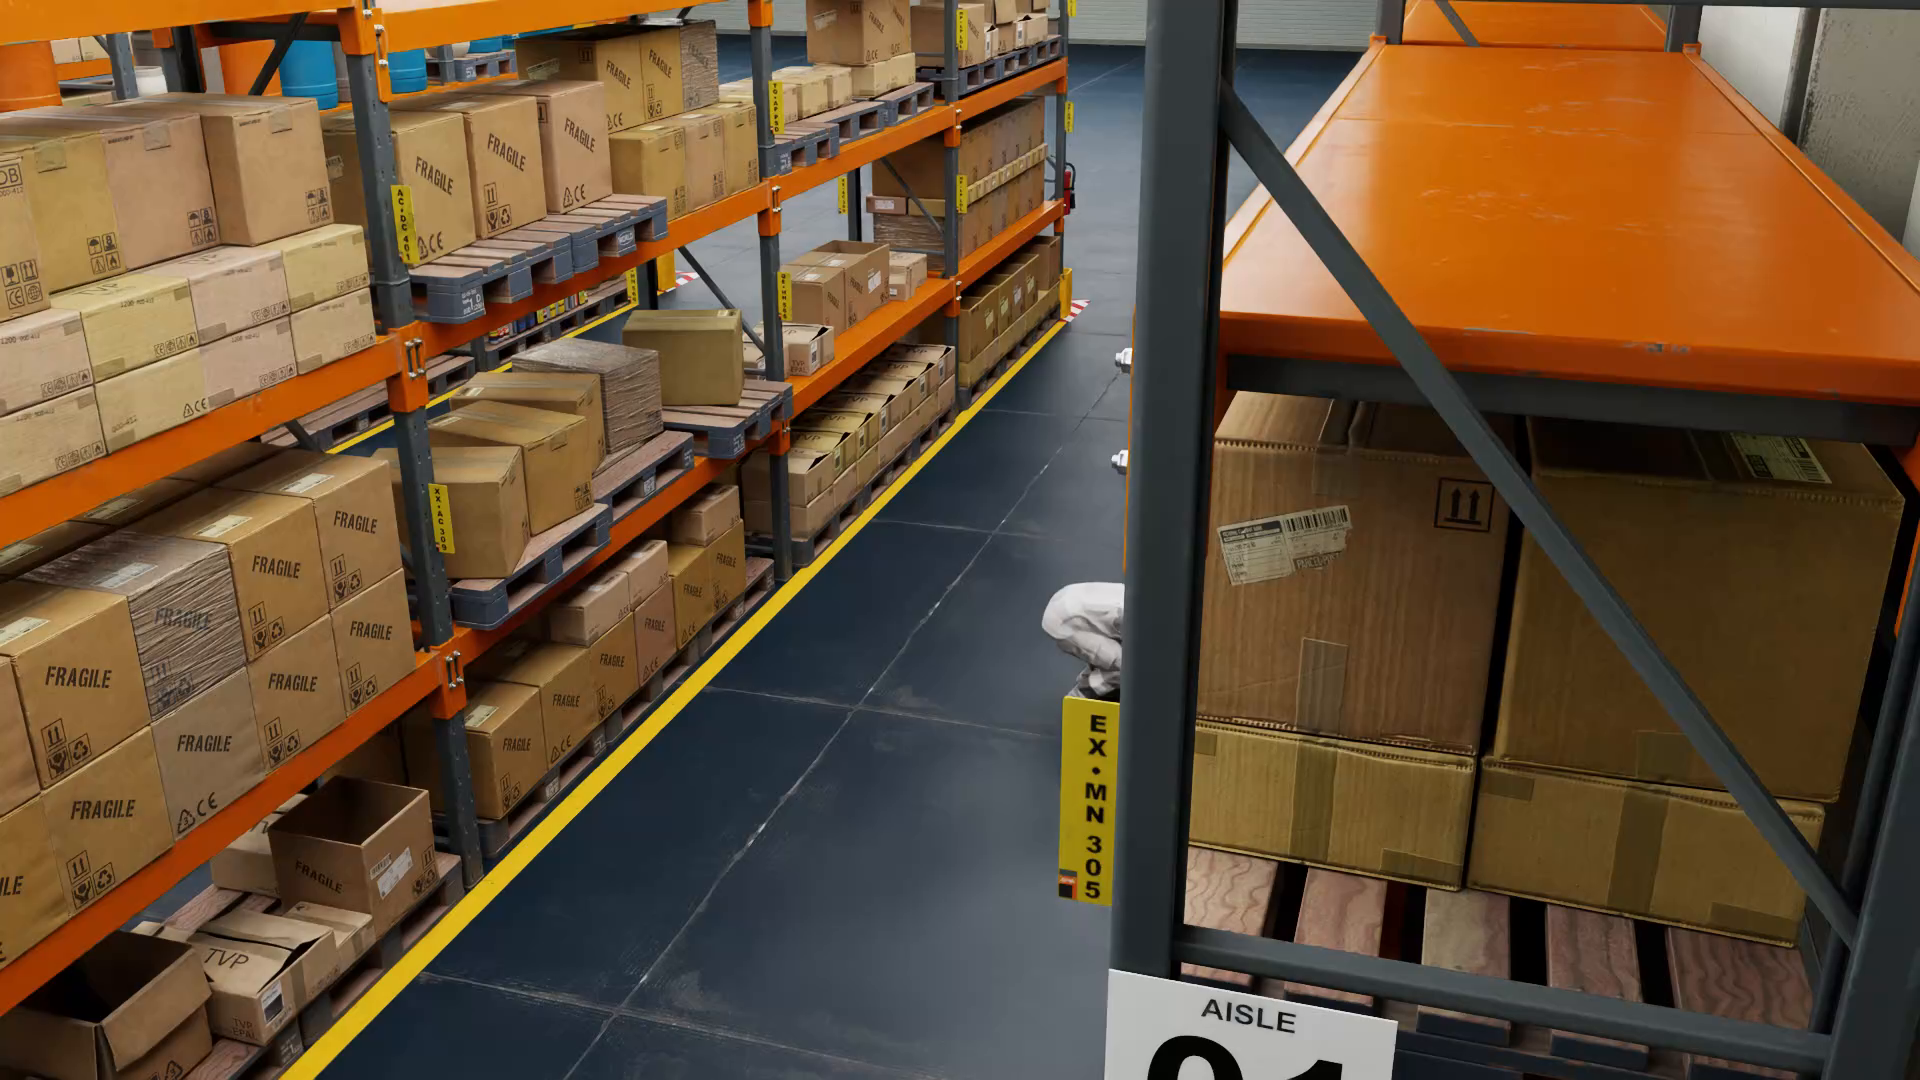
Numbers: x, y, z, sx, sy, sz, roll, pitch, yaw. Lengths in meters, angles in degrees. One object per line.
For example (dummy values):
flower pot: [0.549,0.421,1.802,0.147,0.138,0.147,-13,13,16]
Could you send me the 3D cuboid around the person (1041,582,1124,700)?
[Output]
person: [0.963,0.651,9.819,0.961,0.804,0.523,6,22,14]
